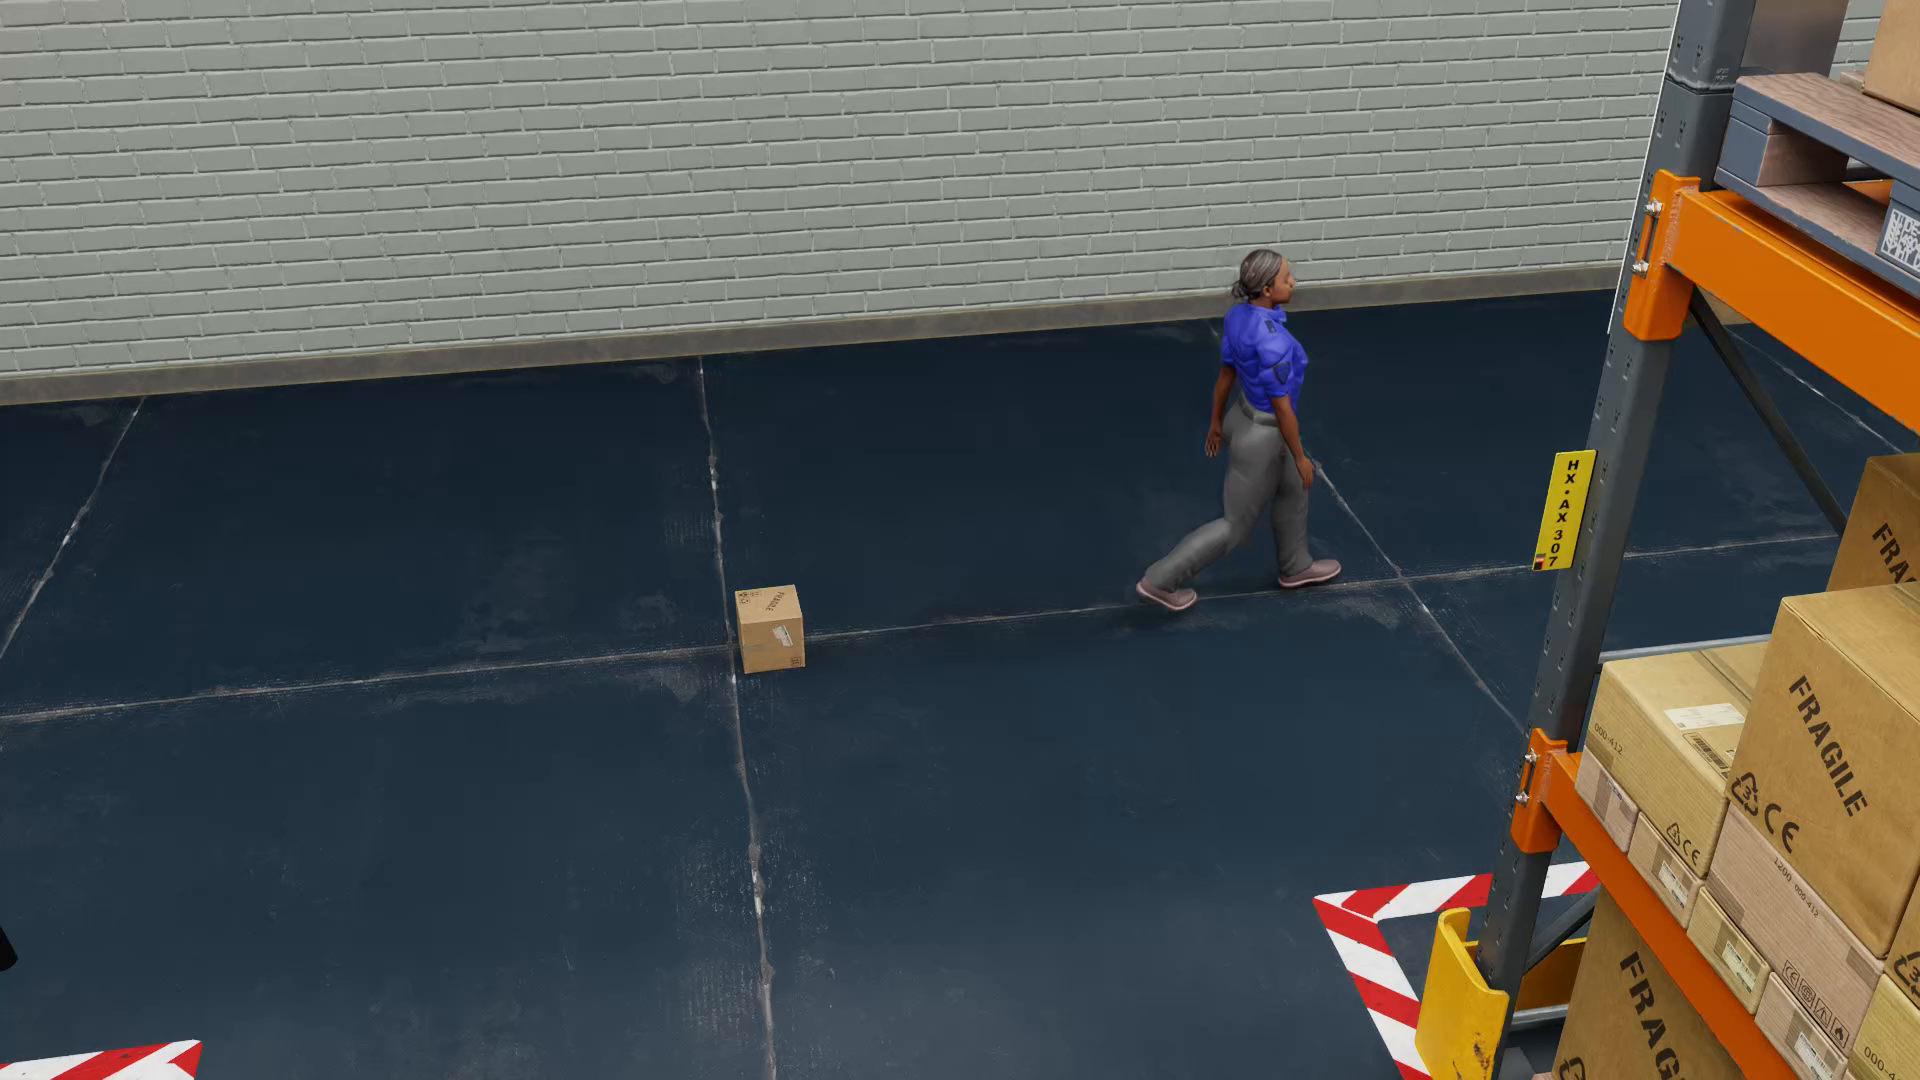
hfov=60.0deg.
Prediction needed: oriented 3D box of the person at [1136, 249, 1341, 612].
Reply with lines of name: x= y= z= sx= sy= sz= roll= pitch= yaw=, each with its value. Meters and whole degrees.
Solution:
person: x=1.221 y=-0.430 z=6.858 sx=0.995 sy=1.599 sz=0.470 roll=-5 pitch=31 yaw=-8
